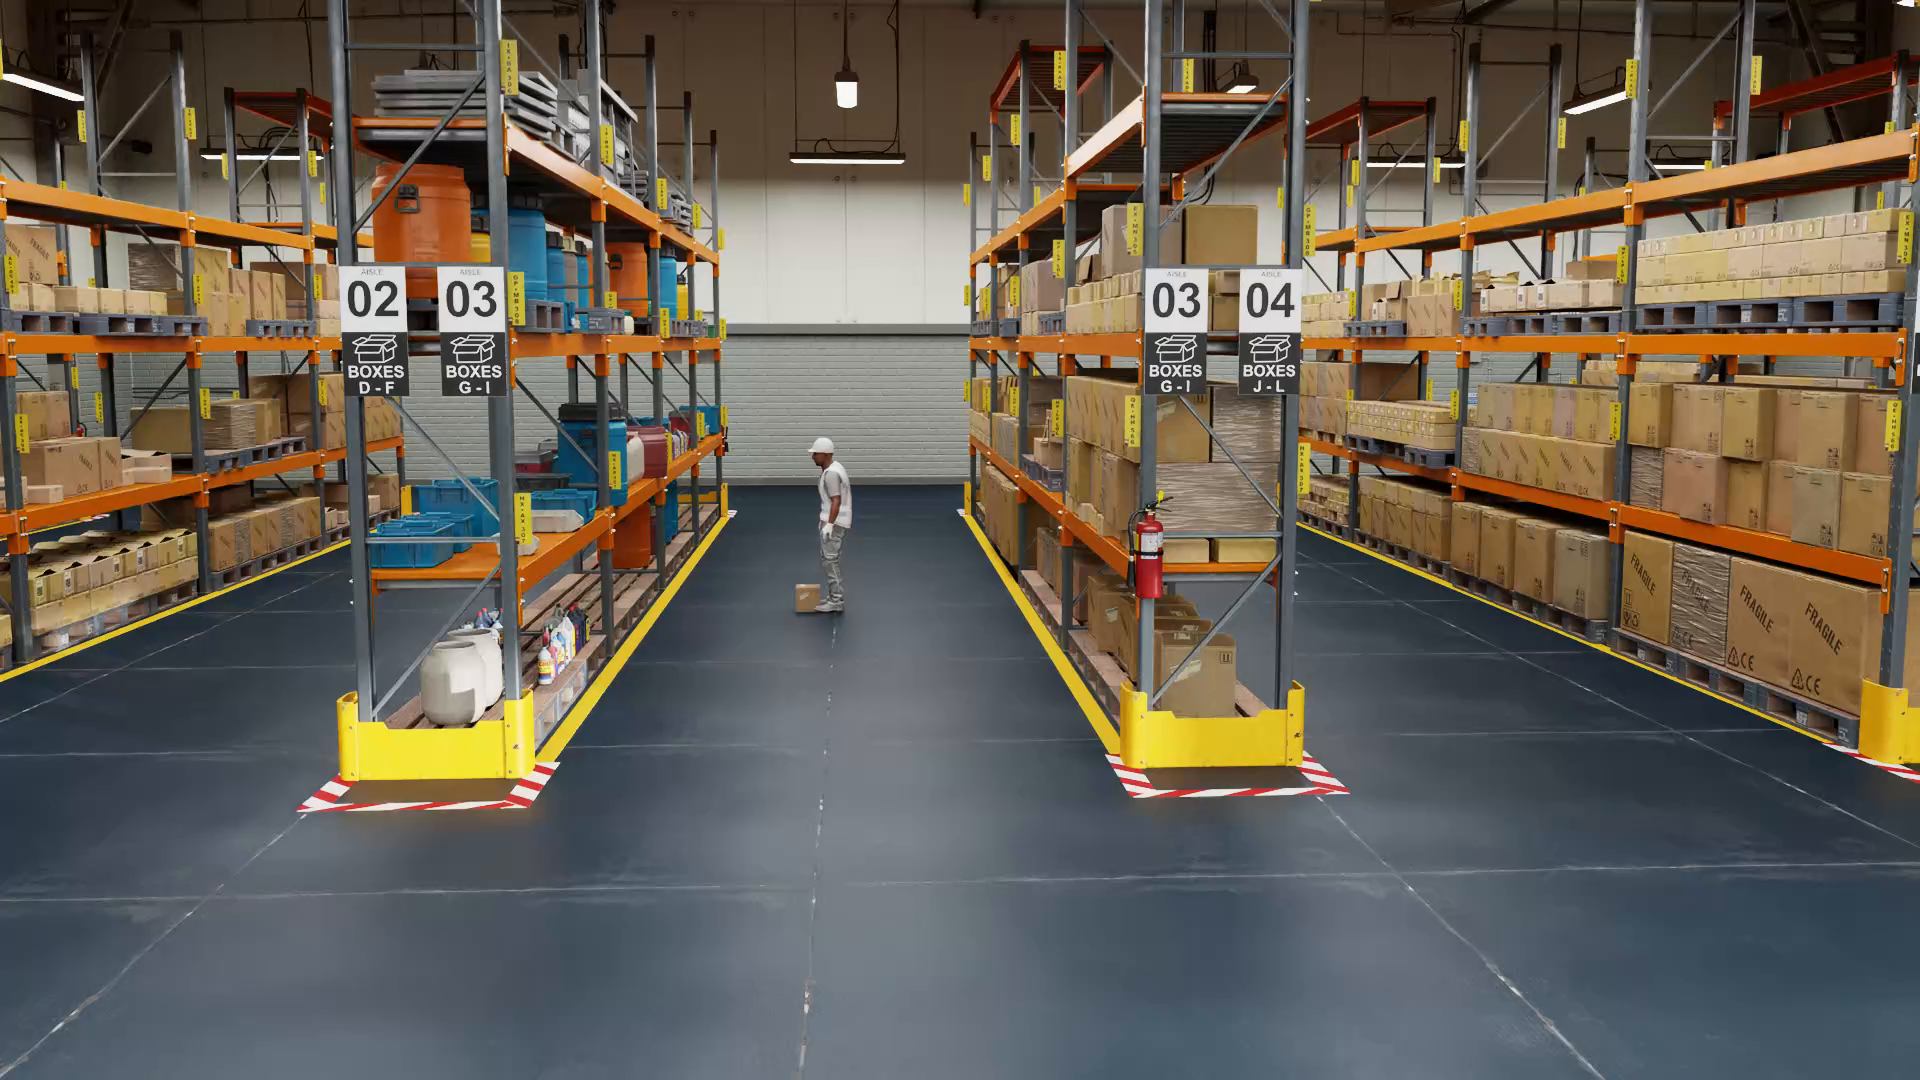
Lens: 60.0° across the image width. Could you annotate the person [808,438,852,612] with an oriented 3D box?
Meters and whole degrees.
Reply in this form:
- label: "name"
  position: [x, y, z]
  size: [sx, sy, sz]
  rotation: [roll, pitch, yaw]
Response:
- label: "person"
  position: [-1.332, -0.160, 17.034]
  size: [0.443, 1.776, 0.631]
  rotation: [-1, 7, -6]
